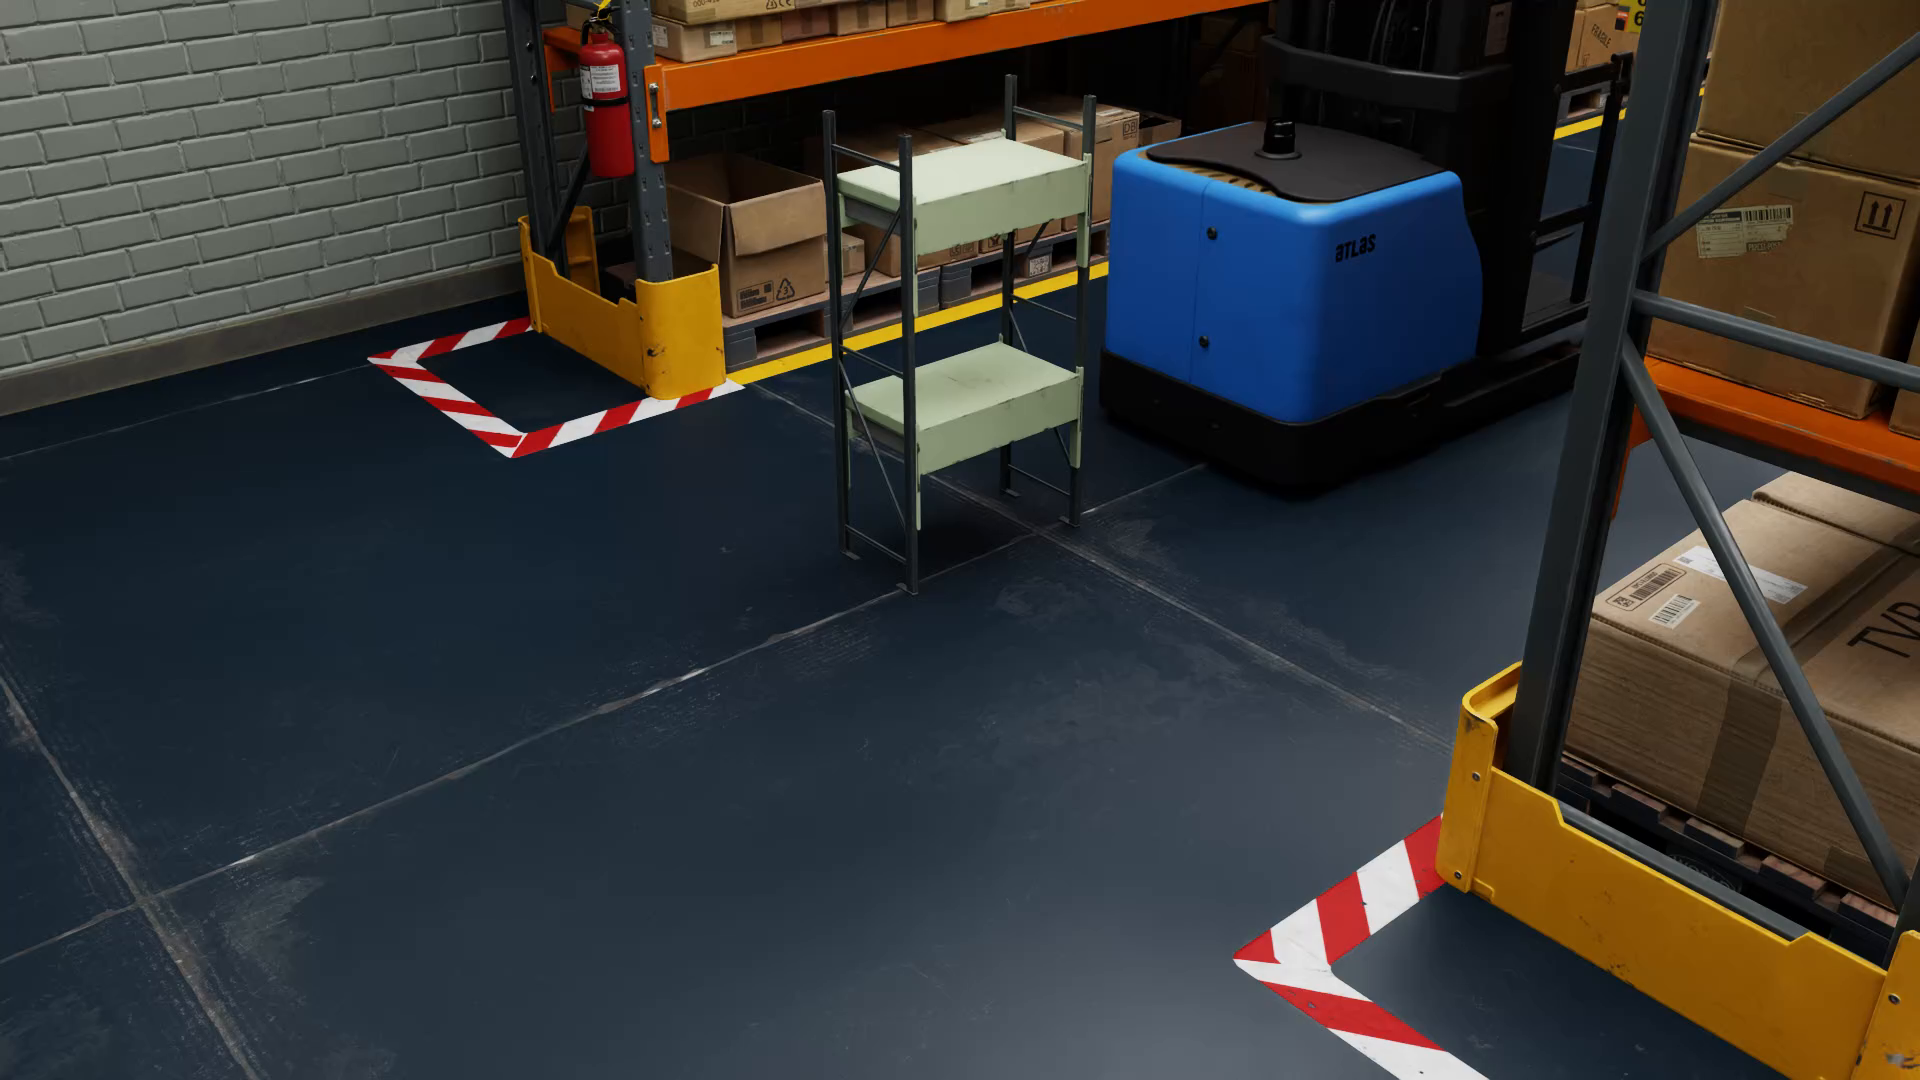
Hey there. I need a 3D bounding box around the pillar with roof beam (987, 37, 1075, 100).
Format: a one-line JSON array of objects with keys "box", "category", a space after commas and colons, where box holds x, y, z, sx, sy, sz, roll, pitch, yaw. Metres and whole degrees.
[{"box": [3.197, -4.559, 4.732, 0.400, 9.000, 9.100, -22, 35, -35], "category": "pillar with roof beam"}]

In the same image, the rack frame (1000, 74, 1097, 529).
[{"box": [0.284, -0.775, 5.610, 0.023, 1.500, 0.400, -22, 35, -35], "category": "rack frame"}]

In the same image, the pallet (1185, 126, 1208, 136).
[{"box": [2.112, -2.379, 9.977, 1.213, 0.211, 1.003, -22, 35, -35], "category": "pallet"}]

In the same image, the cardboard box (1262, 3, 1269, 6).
[{"box": [1.987, -3.091, 9.869, 0.250, 0.149, 0.380, -21, 35, -34], "category": "cardboard box"}]

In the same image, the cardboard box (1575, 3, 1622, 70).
[{"box": [3.991, -3.297, 10.943, 0.500, 0.500, 0.500, -23, 35, -36], "category": "cardboard box"}]

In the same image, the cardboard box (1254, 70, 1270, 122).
[{"box": [2.032, -2.496, 9.445, 0.500, 0.500, 0.500, -20, 34, -33], "category": "cardboard box"}]

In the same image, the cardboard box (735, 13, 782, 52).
[{"box": [-0.934, -2.108, 6.779, 0.250, 0.149, 0.380, -21, 35, -34], "category": "cardboard box"}]

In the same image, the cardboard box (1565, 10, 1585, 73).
[{"box": [3.594, -3.136, 10.642, 0.500, 0.500, 0.500, -20, 34, -33], "category": "cardboard box"}]

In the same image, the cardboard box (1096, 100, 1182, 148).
[{"box": [0.862, -2.228, 9.144, 0.500, 0.311, 0.500, -20, 34, -33], "category": "cardboard box"}]

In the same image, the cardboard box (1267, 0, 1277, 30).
[{"box": [1.924, -2.882, 9.163, 0.250, 0.149, 0.380, -23, 35, -36], "category": "cardboard box"}]

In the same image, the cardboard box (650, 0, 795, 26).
[{"box": [-1.005, -2.230, 6.583, 0.500, 0.250, 0.500, -22, 35, -35], "category": "cardboard box"}]

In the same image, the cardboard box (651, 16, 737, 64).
[{"box": [-1.097, -2.014, 6.602, 0.250, 0.149, 0.380, -22, 35, -35], "category": "cardboard box"}]

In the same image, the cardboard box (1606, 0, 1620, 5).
[{"box": [4.162, -3.602, 10.826, 0.250, 0.149, 0.380, -24, 36, -37], "category": "cardboard box"}]

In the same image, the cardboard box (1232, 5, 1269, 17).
[{"box": [1.807, -3.013, 9.724, 0.250, 0.149, 0.380, -22, 35, -35], "category": "cardboard box"}]

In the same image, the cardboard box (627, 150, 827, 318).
[{"box": [-0.999, -1.360, 7.315, 0.637, 0.503, 0.797, -24, 36, -37], "category": "cardboard box"}]

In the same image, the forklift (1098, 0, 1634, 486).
[{"box": [2.008, -2.048, 6.473, 3.031, 2.935, 1.130, -21, 35, -34], "category": "forklift"}]

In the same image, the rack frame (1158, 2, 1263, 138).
[{"box": [1.518, -3.346, 8.829, 0.127, 3.000, 1.000, -22, 35, -35], "category": "rack frame"}]

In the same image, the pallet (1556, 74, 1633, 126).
[{"box": [3.968, -3.125, 11.374, 1.213, 0.211, 1.003, -22, 35, -35], "category": "pallet"}]

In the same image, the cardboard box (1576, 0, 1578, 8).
[{"box": [3.702, -3.473, 10.584, 0.250, 0.149, 0.380, -21, 34, -34], "category": "cardboard box"}]

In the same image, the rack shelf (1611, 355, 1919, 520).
[{"box": [3.221, -0.638, 4.525, 4.000, 0.370, 1.077, -22, 35, -35], "category": "rack shelf"}]

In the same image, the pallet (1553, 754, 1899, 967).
[{"box": [2.257, 0.613, 4.378, 1.213, 0.211, 1.003, -22, 35, -35], "category": "pallet"}]

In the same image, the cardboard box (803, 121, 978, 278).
[{"box": [-0.323, -1.606, 7.779, 0.500, 0.500, 0.700, -20, 34, -33], "category": "cardboard box"}]

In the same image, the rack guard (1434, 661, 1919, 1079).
[{"box": [1.681, 0.766, 3.786, 0.348, 0.500, 1.175, -22, 35, -35], "category": "rack guard"}]

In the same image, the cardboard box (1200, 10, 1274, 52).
[{"box": [1.610, -2.931, 9.570, 0.250, 0.149, 0.380, -24, 36, -37], "category": "cardboard box"}]

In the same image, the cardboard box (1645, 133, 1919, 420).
[{"box": [1.894, -0.630, 3.641, 0.500, 0.500, 0.500, -22, 35, -35], "category": "cardboard box"}]

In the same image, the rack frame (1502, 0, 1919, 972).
[{"box": [1.699, -0.344, 3.211, 0.127, 3.000, 1.000, -22, 35, -35], "category": "rack frame"}]

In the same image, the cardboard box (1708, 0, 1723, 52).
[{"box": [5.044, -3.893, 11.927, 0.625, 0.625, 0.875, -21, 34, -33], "category": "cardboard box"}]

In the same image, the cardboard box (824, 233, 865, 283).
[{"box": [-0.650, -1.319, 7.616, 0.250, 0.149, 0.380, -24, 36, -37], "category": "cardboard box"}]

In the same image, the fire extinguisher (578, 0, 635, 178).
[{"box": [-1.337, -1.713, 6.251, 0.183, 0.674, 0.296, -22, 35, -35], "category": "fire extinguisher"}]

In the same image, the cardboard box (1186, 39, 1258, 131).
[{"box": [1.699, -2.685, 9.798, 0.500, 0.500, 0.500, -22, 35, -35], "category": "cardboard box"}]

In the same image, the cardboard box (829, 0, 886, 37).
[{"box": [-0.524, -2.256, 7.056, 0.250, 0.149, 0.380, -21, 34, -33], "category": "cardboard box"}]

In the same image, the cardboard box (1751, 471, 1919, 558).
[{"box": [2.827, 0.080, 4.690, 0.875, 0.438, 0.875, -21, 34, -34], "category": "cardboard box"}]

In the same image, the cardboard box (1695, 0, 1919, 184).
[{"box": [1.911, -1.062, 3.387, 0.500, 0.500, 0.500, -21, 34, -33], "category": "cardboard box"}]

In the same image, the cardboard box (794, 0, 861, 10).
[{"box": [-0.622, -2.384, 6.872, 0.500, 0.250, 0.500, -21, 35, -34], "category": "cardboard box"}]

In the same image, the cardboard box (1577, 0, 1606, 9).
[{"box": [3.933, -3.537, 10.705, 0.250, 0.149, 0.380, -23, 36, -36], "category": "cardboard box"}]

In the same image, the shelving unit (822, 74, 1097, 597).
[{"box": [0.005, -0.664, 5.400, 0.755, 1.500, 0.431, -22, 35, -35], "category": "shelving unit"}]

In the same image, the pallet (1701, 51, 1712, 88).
[{"box": [5.212, -3.578, 12.221, 1.213, 0.211, 1.003, -22, 35, -35], "category": "pallet"}]

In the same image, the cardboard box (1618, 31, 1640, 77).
[{"box": [4.378, -3.446, 11.222, 0.500, 0.500, 0.500, -21, 34, -34], "category": "cardboard box"}]

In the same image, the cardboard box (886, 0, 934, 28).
[{"box": [-0.326, -2.340, 7.212, 0.250, 0.149, 0.380, -21, 35, -34], "category": "cardboard box"}]

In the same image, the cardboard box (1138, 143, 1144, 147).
[{"box": [1.013, -1.940, 8.654, 0.258, 0.266, 0.396, -20, 34, -33], "category": "cardboard box"}]

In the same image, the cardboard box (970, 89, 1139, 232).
[{"box": [0.467, -1.923, 8.373, 0.500, 0.500, 0.700, -23, 36, -37], "category": "cardboard box"}]

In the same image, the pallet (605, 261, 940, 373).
[{"box": [-0.862, -1.160, 7.697, 1.213, 0.211, 1.003, -22, 35, -35], "category": "pallet"}]

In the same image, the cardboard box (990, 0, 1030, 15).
[{"box": [0.102, -2.478, 7.471, 0.250, 0.149, 0.380, -21, 35, -34], "category": "cardboard box"}]

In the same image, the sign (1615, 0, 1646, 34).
[{"box": [1.357, -1.158, 3.254, 0.005, 0.325, 0.100, -22, 35, -35], "category": "sign"}]

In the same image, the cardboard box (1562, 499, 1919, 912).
[{"box": [2.136, 0.363, 4.161, 0.875, 0.438, 0.875, -23, 36, -37], "category": "cardboard box"}]

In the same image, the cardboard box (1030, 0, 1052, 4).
[{"box": [0.253, -2.581, 7.665, 0.250, 0.149, 0.380, -22, 35, -35], "category": "cardboard box"}]

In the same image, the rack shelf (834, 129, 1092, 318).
[{"box": [0.005, -1.008, 5.216, 0.720, 0.370, 0.431, -22, 35, -35], "category": "rack shelf"}]

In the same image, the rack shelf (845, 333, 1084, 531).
[{"box": [0.005, -0.376, 5.554, 0.720, 0.370, 0.431, -22, 35, -35], "category": "rack shelf"}]

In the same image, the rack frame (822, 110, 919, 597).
[{"box": [-0.273, -0.552, 5.191, 0.023, 1.500, 0.400, -22, 35, -35], "category": "rack frame"}]

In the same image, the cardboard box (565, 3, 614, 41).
[{"box": [-1.448, -2.209, 6.968, 0.250, 0.149, 0.380, -22, 35, -35], "category": "cardboard box"}]

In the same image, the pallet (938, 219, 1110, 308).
[{"box": [0.066, -1.531, 8.391, 1.213, 0.211, 1.003, -22, 35, -35], "category": "pallet"}]

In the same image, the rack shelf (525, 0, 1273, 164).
[{"box": [-0.004, -2.417, 7.853, 4.000, 0.370, 1.077, -22, 35, -35], "category": "rack shelf"}]

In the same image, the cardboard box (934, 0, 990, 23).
[{"box": [-0.085, -2.390, 7.306, 0.250, 0.149, 0.380, -23, 36, -36], "category": "cardboard box"}]

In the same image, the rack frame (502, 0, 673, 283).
[{"box": [-1.525, -2.122, 6.539, 0.127, 3.000, 1.000, -22, 35, -35], "category": "rack frame"}]

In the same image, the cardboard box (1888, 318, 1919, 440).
[{"box": [2.251, -0.432, 3.269, 0.500, 0.500, 0.500, -22, 35, -35], "category": "cardboard box"}]

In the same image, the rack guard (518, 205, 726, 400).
[{"box": [-1.468, -1.043, 7.172, 0.348, 0.500, 1.175, -22, 35, -35], "category": "rack guard"}]

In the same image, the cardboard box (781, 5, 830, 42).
[{"box": [-0.756, -2.201, 6.953, 0.250, 0.149, 0.380, -22, 35, -36], "category": "cardboard box"}]

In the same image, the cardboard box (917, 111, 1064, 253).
[{"box": [0.144, -1.732, 8.014, 0.500, 0.500, 0.500, -21, 35, -34], "category": "cardboard box"}]
